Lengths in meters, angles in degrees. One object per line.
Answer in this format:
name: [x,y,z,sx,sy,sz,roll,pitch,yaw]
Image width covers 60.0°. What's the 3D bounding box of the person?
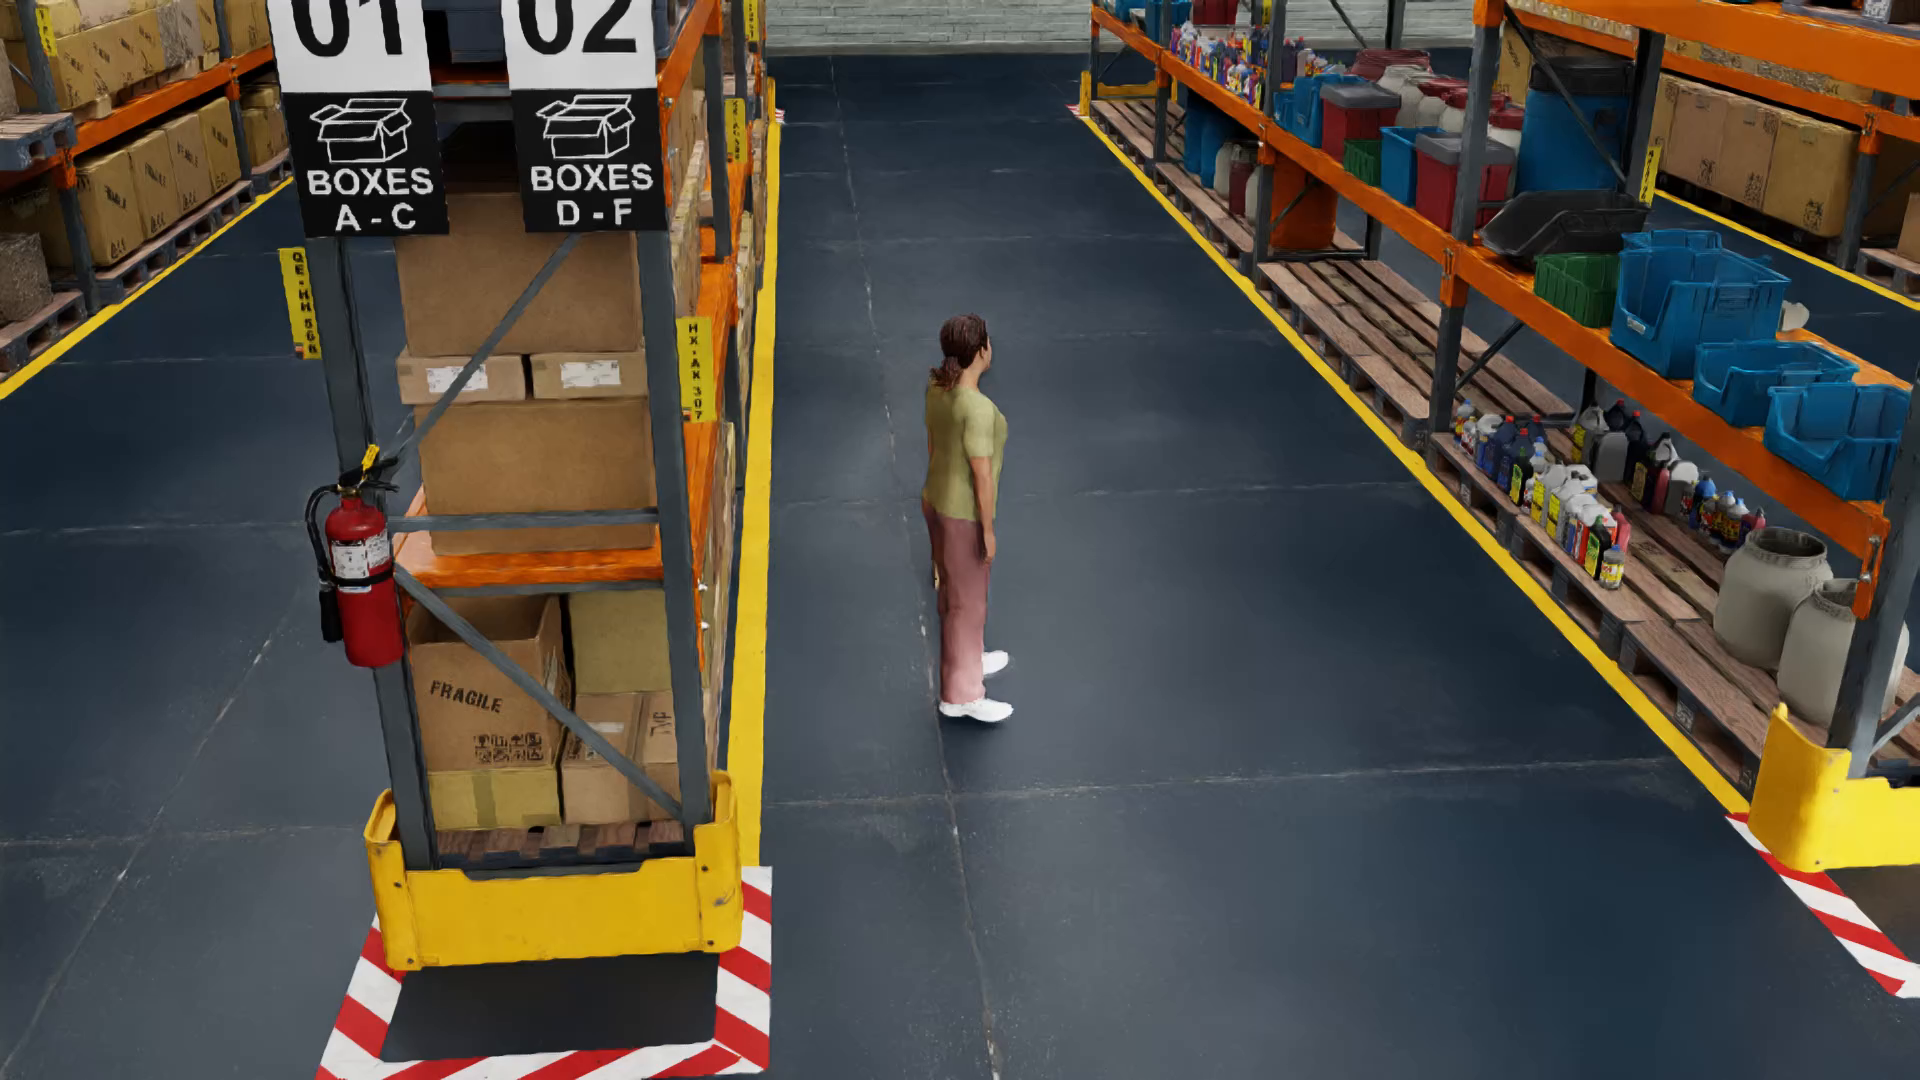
person: [0.070,-0.109,6.788,0.451,1.676,0.524,-12,27,-25]
